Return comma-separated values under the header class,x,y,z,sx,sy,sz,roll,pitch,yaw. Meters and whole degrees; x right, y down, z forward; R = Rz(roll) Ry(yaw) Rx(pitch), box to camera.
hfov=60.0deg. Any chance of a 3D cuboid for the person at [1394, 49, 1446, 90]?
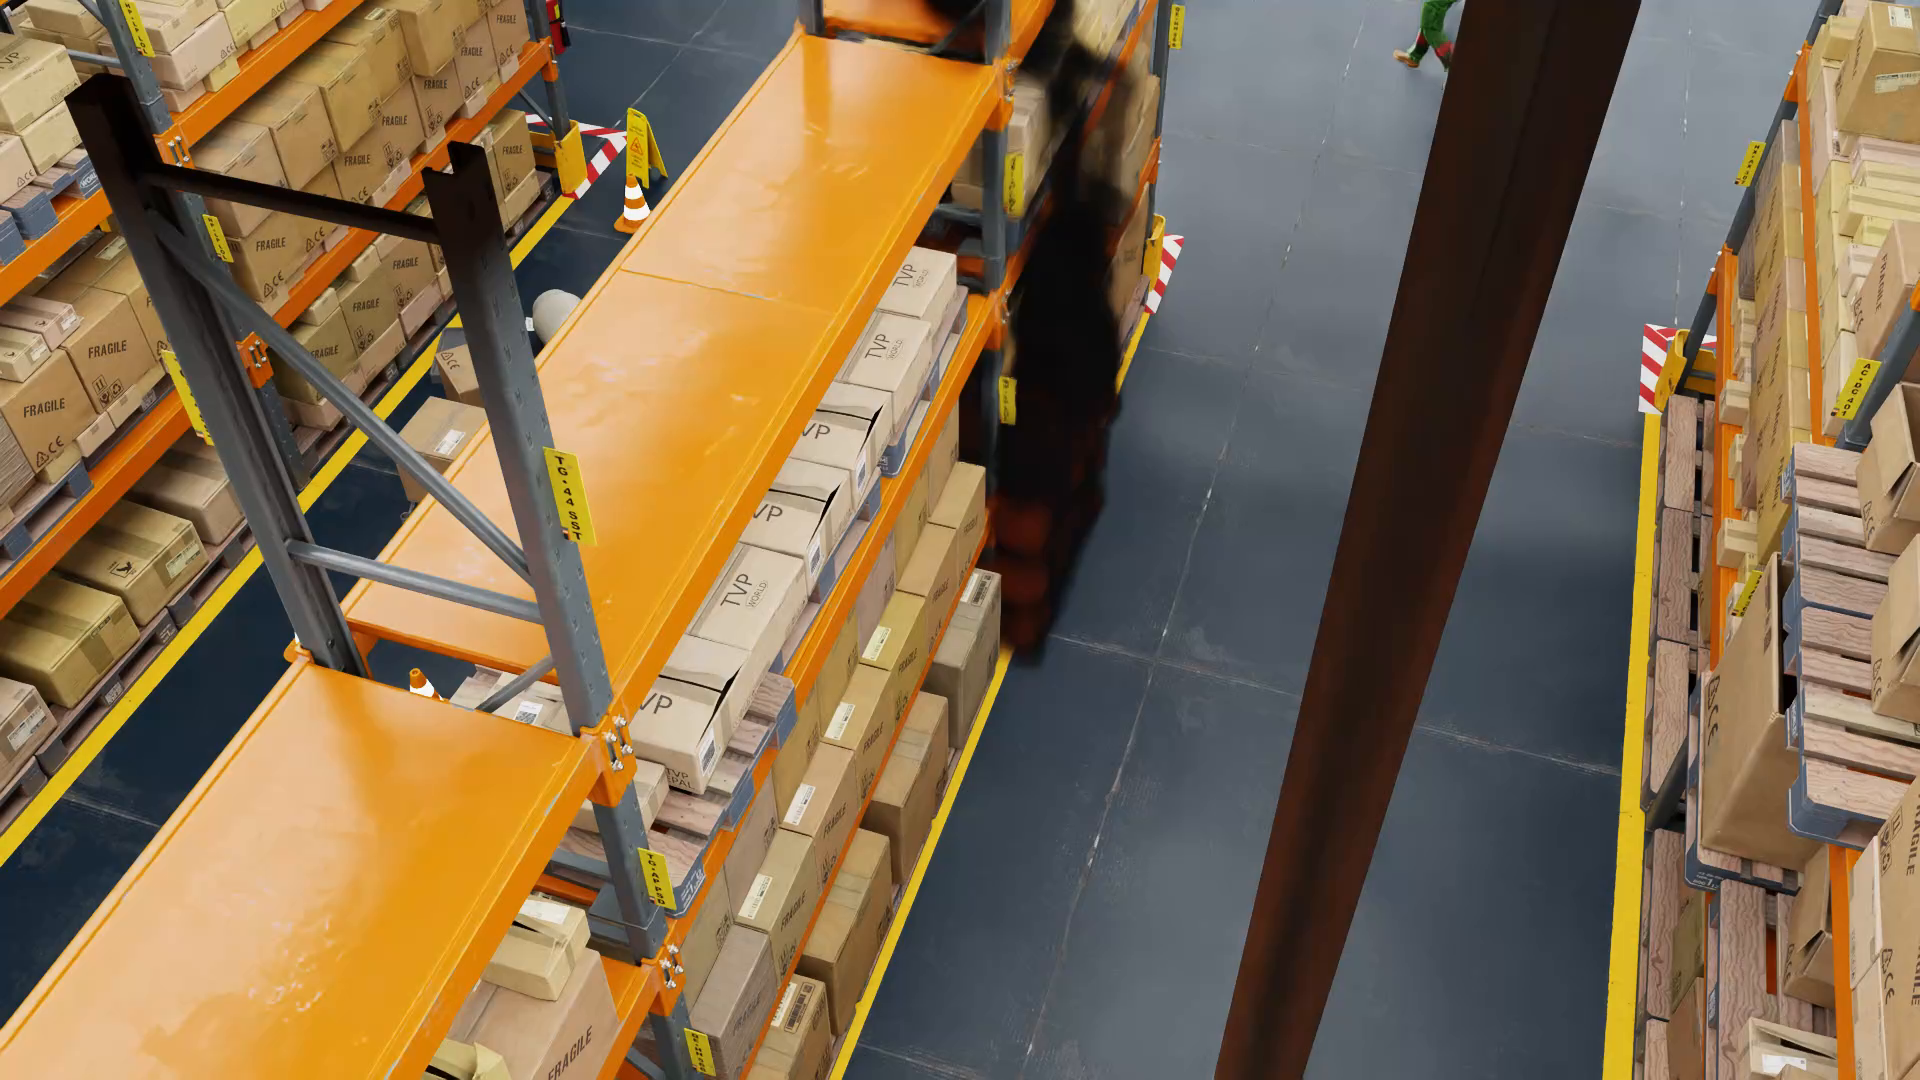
class,x,y,z,sx,sy,sz,roll,pitch,yaw
person,4.283,-4.826,14.611,0.678,1.722,0.976,-22,50,-20
